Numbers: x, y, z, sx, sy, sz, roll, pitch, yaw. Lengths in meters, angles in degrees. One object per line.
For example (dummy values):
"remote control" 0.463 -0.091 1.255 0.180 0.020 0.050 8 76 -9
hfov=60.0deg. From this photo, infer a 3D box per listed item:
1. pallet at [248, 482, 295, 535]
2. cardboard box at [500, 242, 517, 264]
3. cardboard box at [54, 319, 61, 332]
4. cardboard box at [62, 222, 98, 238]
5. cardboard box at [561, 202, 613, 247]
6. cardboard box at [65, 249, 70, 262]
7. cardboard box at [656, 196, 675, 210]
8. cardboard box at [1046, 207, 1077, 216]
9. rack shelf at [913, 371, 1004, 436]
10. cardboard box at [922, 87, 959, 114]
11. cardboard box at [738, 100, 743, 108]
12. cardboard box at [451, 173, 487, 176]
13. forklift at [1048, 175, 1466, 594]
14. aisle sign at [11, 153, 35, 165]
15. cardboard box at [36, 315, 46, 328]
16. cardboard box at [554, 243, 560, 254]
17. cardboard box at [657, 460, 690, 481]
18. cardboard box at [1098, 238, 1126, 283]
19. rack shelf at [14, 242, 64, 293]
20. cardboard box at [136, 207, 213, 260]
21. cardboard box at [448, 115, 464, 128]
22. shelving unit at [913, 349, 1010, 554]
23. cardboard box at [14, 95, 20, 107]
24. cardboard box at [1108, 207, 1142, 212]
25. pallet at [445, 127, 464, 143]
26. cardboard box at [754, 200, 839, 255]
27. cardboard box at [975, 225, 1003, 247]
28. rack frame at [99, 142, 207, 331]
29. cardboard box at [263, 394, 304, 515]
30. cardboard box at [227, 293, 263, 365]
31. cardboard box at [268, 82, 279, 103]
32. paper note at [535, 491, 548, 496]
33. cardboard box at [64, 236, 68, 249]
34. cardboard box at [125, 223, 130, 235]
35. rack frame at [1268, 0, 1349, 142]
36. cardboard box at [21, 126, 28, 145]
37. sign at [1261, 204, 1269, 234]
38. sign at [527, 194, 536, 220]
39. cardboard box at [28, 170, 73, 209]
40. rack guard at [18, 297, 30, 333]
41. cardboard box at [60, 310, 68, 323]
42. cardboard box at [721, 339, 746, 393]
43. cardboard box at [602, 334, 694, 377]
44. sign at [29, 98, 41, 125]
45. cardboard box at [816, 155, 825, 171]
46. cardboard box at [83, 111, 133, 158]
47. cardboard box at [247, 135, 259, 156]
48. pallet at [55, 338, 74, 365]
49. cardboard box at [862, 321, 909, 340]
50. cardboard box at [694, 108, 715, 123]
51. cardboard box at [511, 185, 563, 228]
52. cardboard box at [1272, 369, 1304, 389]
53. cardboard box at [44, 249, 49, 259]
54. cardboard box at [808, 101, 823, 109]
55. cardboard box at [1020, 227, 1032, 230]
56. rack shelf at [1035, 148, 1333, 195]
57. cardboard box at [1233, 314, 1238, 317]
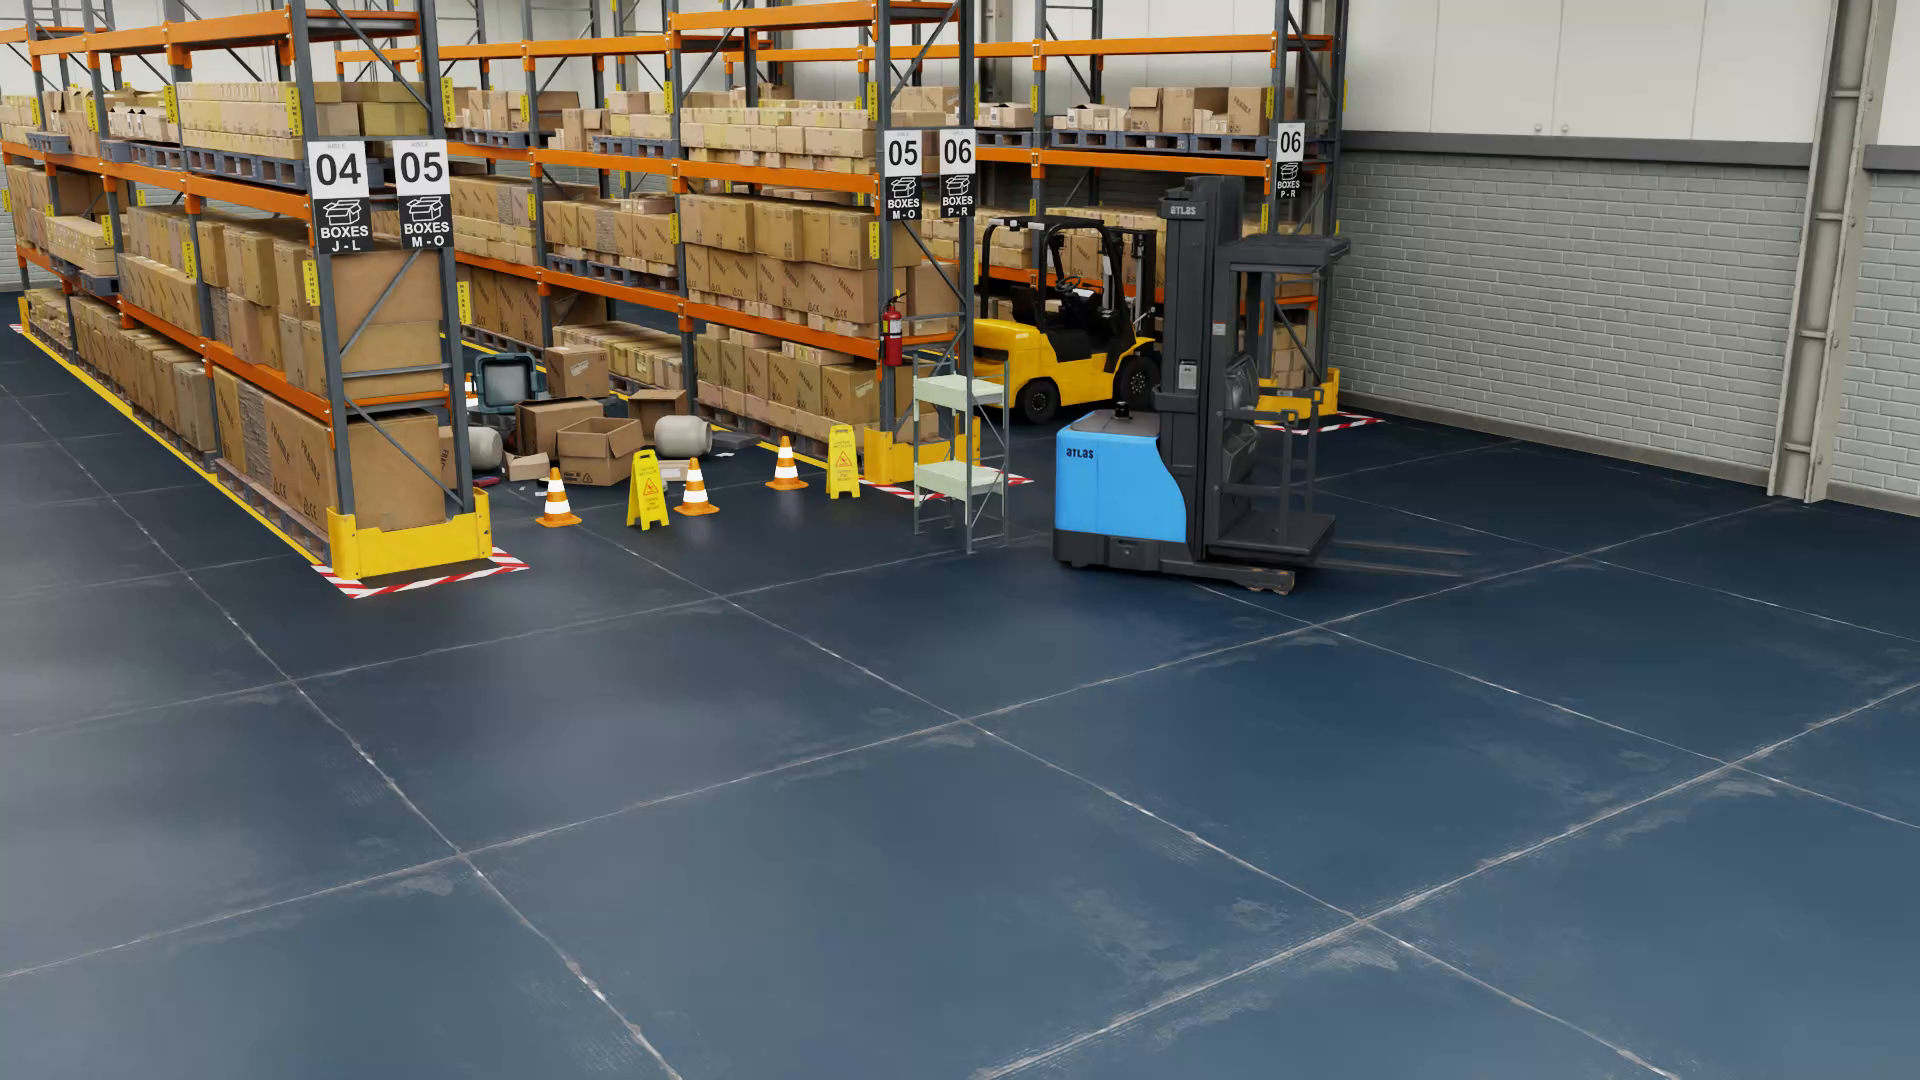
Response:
"pallet" -5.499 -0.345 14.438 1.003 0.211 1.213 -11 19 -35
"cardboard box" -5.833 -3.871 22.323 0.500 0.250 0.500 -10 18 -34
"cardboard box" -12.092 -2.933 22.651 0.380 0.149 0.250 -12 19 -36
"cardboard box" -10.688 -3.771 20.224 0.380 0.149 0.250 -10 18 -32
"cardboard box" -4.623 -3.922 20.674 0.500 0.500 0.500 -10 18 -32
"cardboard box" -10.677 -3.482 20.295 0.380 0.149 0.250 -11 19 -36
"cardboard box" -3.373 -3.994 19.709 0.380 0.149 0.250 -10 18 -31
"cardboard box" 1.300 -4.077 20.809 0.380 0.149 0.250 -10 18 -33
"rack shelf" 0.004 -1.098 13.270 0.431 0.370 0.720 -11 19 -35
"cardboard box" -0.172 -5.877 22.509 0.500 0.500 0.500 -10 18 -33
"cardboard box" -3.316 -6.937 26.485 0.380 0.149 0.250 -11 18 -34
"cardboard box" -7.448 -5.293 25.151 0.500 0.500 0.500 -11 19 -34
"forklift" 2.244 -1.179 12.332 3.031 2.935 1.130 6 16 21
"aisle sign" -13.946 -5.911 24.566 0.394 0.787 0.004 -11 19 -35
"cardboard box" -13.178 -3.187 24.143 0.380 0.149 0.250 -11 19 -34
"cardboard box" -4.971 -3.753 21.285 0.380 0.149 0.250 -12 19 -38
"cardboard box" -2.712 -0.652 15.678 0.380 0.149 0.250 -2 15 -6
"cardboard box" 2.021 -3.383 20.065 0.500 0.500 0.500 -11 19 -35
"rack shelf" -12.484 -3.914 23.556 1.077 0.370 4.000 -11 19 -35
"cardboard box" -8.402 -3.305 17.885 0.700 0.500 0.500 -11 19 -35
"cardboard box" -6.903 -5.836 23.181 0.380 0.166 0.250 -12 20 -38
"shelving unit" 0.004 -0.722 13.373 0.431 1.500 0.755 -11 19 -35
"cardboard box" -12.660 -5.989 22.676 0.380 0.149 0.250 -11 19 -35
"cardboard box" 2.065 -4.055 20.730 0.380 0.149 0.250 -11 19 -35
"pallet" -6.785 -5.790 23.729 0.805 0.209 1.217 -12 19 -37
"cardboard box" -1.641 -3.141 16.722 0.700 0.500 0.500 -11 19 -35
"cardboard box" 0.549 -4.029 21.953 0.500 0.250 0.500 -11 19 -36
"rack frame" -8.957 -2.980 18.780 1.000 3.000 0.127 -11 19 -35
"cardboard box" -5.224 -0.771 13.941 0.875 0.875 0.875 -11 19 -35
"cardboard box" -5.814 -1.873 14.454 0.875 0.550 0.550 -11 19 -35
"cardboard box" -4.871 -3.305 12.268 0.380 0.149 0.250 -11 19 -34
"paper note" -3.777 -0.428 15.085 0.144 0.017 0.142 -4 16 -15
"cardboard box" -10.673 -3.624 20.251 0.380 0.149 0.250 -11 19 -35
"cardboard box" -9.989 -3.811 20.371 0.380 0.149 0.250 -11 19 -35
"rack frame" 3.705 -5.726 17.451 1.000 3.000 0.127 -11 19 -35
"cardboard box" -12.399 -5.488 22.547 0.500 0.250 0.500 -11 19 -35
"sign" 3.257 -3.424 17.762 0.100 0.325 0.005 -11 19 -35
"sign" -5.459 -4.241 21.196 0.100 0.325 0.005 -11 19 -35
"cardboard box" -12.401 -4.787 22.738 0.500 0.500 0.500 -10 18 -33
"rack guard" -13.616 -3.466 25.293 1.175 0.500 0.348 -11 19 -35
"cardboard box" -11.911 -3.032 22.450 0.380 0.149 0.250 -11 19 -34
"cardboard box" -2.207 -1.873 17.730 0.500 0.500 0.500 -10 18 -32
"cardboard box" -3.806 -2.263 20.345 0.950 0.372 0.625 -10 18 -33
"sign" -11.743 -5.444 21.123 0.100 0.325 0.005 -11 19 -35
"cardboard box" -1.141 -3.594 15.819 0.380 0.149 0.250 -11 19 -34
"cardboard box" -9.498 -4.557 18.673 0.500 0.500 0.500 -11 19 -35
"cardboard box" -5.321 -3.083 12.969 0.380 0.149 0.250 -11 19 -35
"pallet" -11.732 -2.627 22.773 1.003 0.211 1.213 -11 19 -35
"cardboard box" -0.701 -1.987 15.629 0.380 0.149 0.250 -10 18 -33
"cardboard box" -2.563 -4.457 17.460 0.380 0.149 0.250 -10 18 -33
"cardboard box" -5.528 -4.370 21.776 0.500 0.500 0.500 -11 19 -36
"cardboard box" 3.574 -1.844 19.044 0.500 0.250 0.500 -11 19 -34
"cardboard box" -12.330 -3.954 22.816 0.380 0.149 0.250 -12 19 -37
"cardboard box" -2.053 -6.502 24.934 0.380 0.149 0.250 -11 19 -36
"cardboard box" 0.972 -4.086 21.405 0.380 0.149 0.250 -10 18 -33
"rack shelf" 2.529 -4.359 19.502 1.077 0.370 4.000 -11 19 -35
"cardboard box" 2.993 -2.538 19.685 0.500 0.250 0.500 -11 19 -35
